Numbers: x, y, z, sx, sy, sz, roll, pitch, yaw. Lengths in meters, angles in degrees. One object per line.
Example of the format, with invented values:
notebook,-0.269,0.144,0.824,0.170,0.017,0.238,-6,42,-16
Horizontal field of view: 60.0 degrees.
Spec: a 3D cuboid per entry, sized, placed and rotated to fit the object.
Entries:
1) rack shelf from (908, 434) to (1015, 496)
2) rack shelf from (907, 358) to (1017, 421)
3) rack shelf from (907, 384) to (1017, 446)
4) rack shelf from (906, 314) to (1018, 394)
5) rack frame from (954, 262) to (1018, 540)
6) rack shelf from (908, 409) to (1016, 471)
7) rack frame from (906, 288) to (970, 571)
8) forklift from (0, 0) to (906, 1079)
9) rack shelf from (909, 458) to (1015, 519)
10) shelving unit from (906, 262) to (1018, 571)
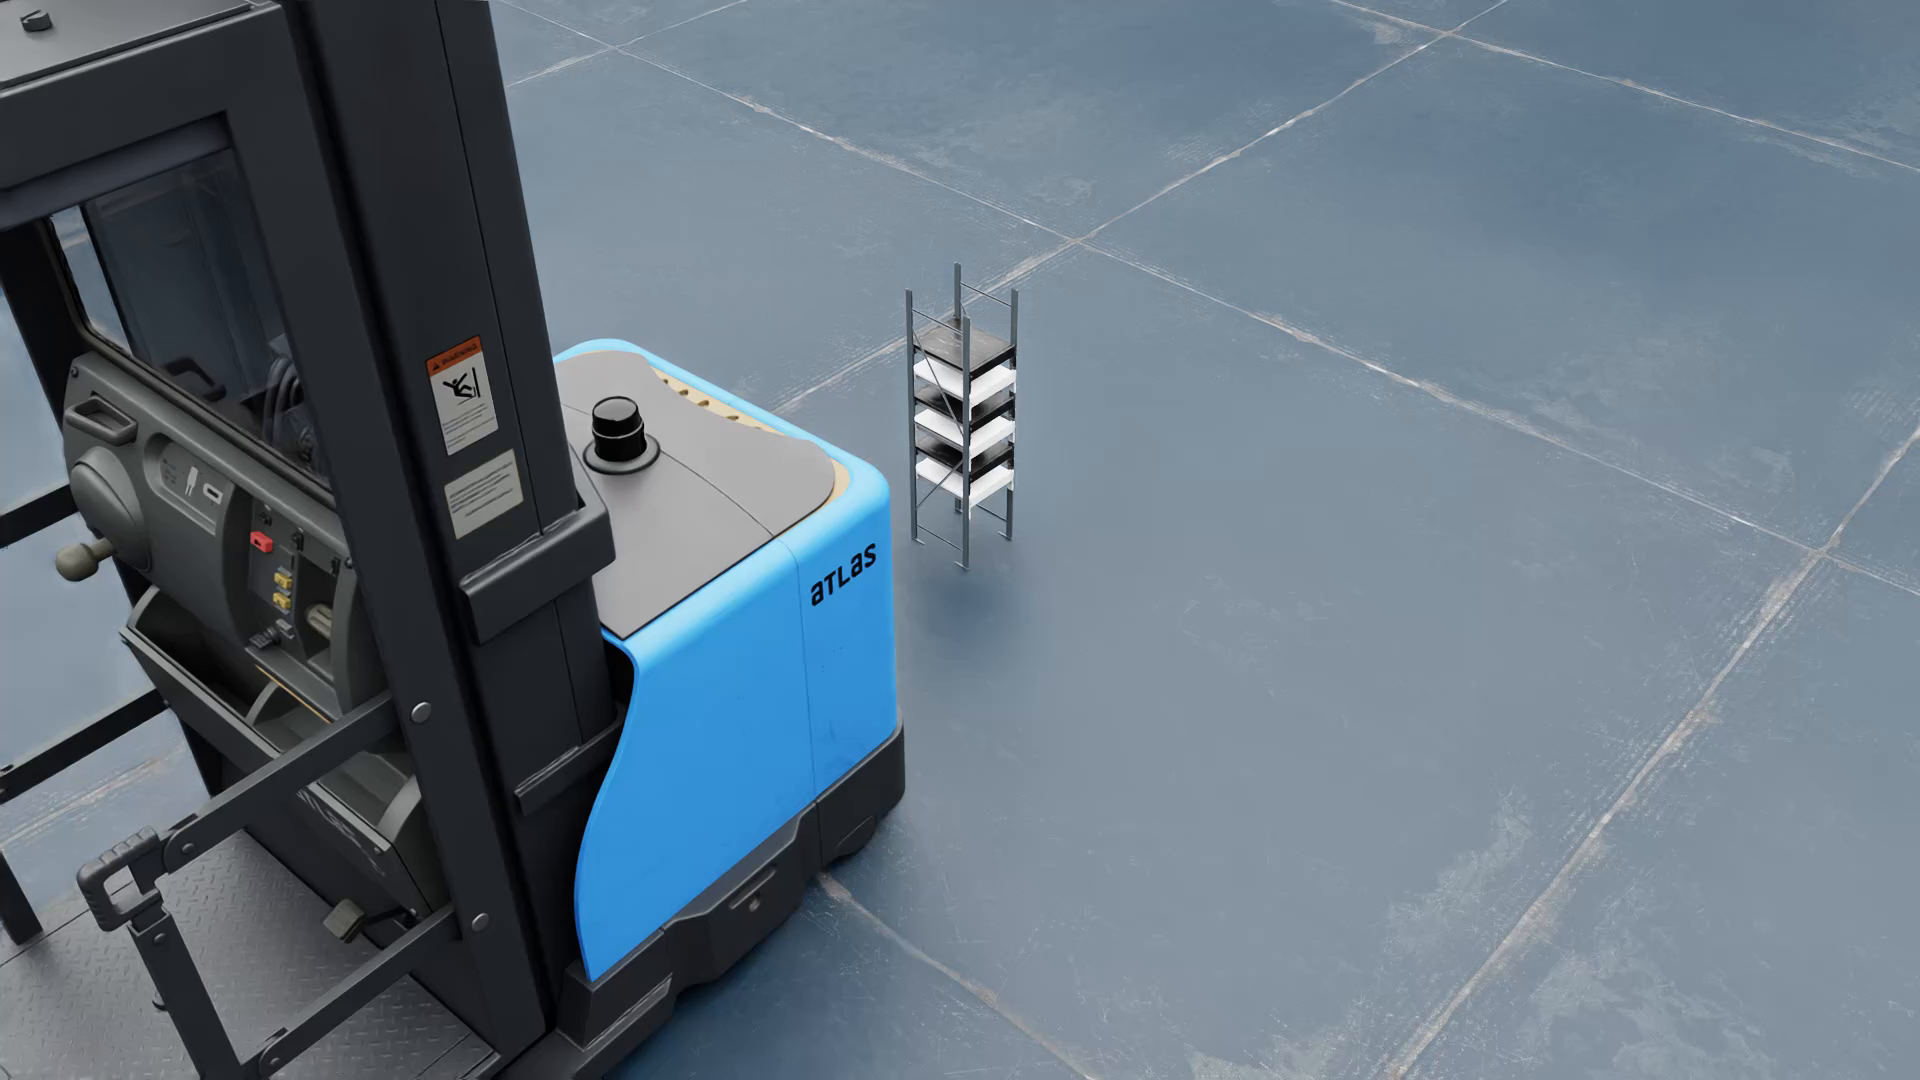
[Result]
rack shelf,0.005,-0.259,5.051,0.258,0.077,0.200,30,47,32
rack shelf,0.005,-0.471,4.883,0.258,0.077,0.200,30,47,32
rack shelf,0.005,-0.400,4.939,0.258,0.077,0.200,30,47,32
rack shelf,0.005,-0.541,4.827,0.258,0.077,0.200,30,47,32
rack frame,0.074,-0.403,5.033,0.240,0.900,0.006,30,47,32
rack shelf,0.005,-0.330,4.995,0.258,0.077,0.200,30,47,32
rack frame,-0.063,-0.309,4.916,0.240,0.900,0.006,30,47,32
forklift,-1.471,0.058,2.823,1.130,2.935,3.031,27,46,30
rack shelf,0.005,-0.189,5.107,0.258,0.077,0.200,30,47,32
shelving unit,0.005,-0.356,4.975,0.258,0.900,0.210,30,47,32
